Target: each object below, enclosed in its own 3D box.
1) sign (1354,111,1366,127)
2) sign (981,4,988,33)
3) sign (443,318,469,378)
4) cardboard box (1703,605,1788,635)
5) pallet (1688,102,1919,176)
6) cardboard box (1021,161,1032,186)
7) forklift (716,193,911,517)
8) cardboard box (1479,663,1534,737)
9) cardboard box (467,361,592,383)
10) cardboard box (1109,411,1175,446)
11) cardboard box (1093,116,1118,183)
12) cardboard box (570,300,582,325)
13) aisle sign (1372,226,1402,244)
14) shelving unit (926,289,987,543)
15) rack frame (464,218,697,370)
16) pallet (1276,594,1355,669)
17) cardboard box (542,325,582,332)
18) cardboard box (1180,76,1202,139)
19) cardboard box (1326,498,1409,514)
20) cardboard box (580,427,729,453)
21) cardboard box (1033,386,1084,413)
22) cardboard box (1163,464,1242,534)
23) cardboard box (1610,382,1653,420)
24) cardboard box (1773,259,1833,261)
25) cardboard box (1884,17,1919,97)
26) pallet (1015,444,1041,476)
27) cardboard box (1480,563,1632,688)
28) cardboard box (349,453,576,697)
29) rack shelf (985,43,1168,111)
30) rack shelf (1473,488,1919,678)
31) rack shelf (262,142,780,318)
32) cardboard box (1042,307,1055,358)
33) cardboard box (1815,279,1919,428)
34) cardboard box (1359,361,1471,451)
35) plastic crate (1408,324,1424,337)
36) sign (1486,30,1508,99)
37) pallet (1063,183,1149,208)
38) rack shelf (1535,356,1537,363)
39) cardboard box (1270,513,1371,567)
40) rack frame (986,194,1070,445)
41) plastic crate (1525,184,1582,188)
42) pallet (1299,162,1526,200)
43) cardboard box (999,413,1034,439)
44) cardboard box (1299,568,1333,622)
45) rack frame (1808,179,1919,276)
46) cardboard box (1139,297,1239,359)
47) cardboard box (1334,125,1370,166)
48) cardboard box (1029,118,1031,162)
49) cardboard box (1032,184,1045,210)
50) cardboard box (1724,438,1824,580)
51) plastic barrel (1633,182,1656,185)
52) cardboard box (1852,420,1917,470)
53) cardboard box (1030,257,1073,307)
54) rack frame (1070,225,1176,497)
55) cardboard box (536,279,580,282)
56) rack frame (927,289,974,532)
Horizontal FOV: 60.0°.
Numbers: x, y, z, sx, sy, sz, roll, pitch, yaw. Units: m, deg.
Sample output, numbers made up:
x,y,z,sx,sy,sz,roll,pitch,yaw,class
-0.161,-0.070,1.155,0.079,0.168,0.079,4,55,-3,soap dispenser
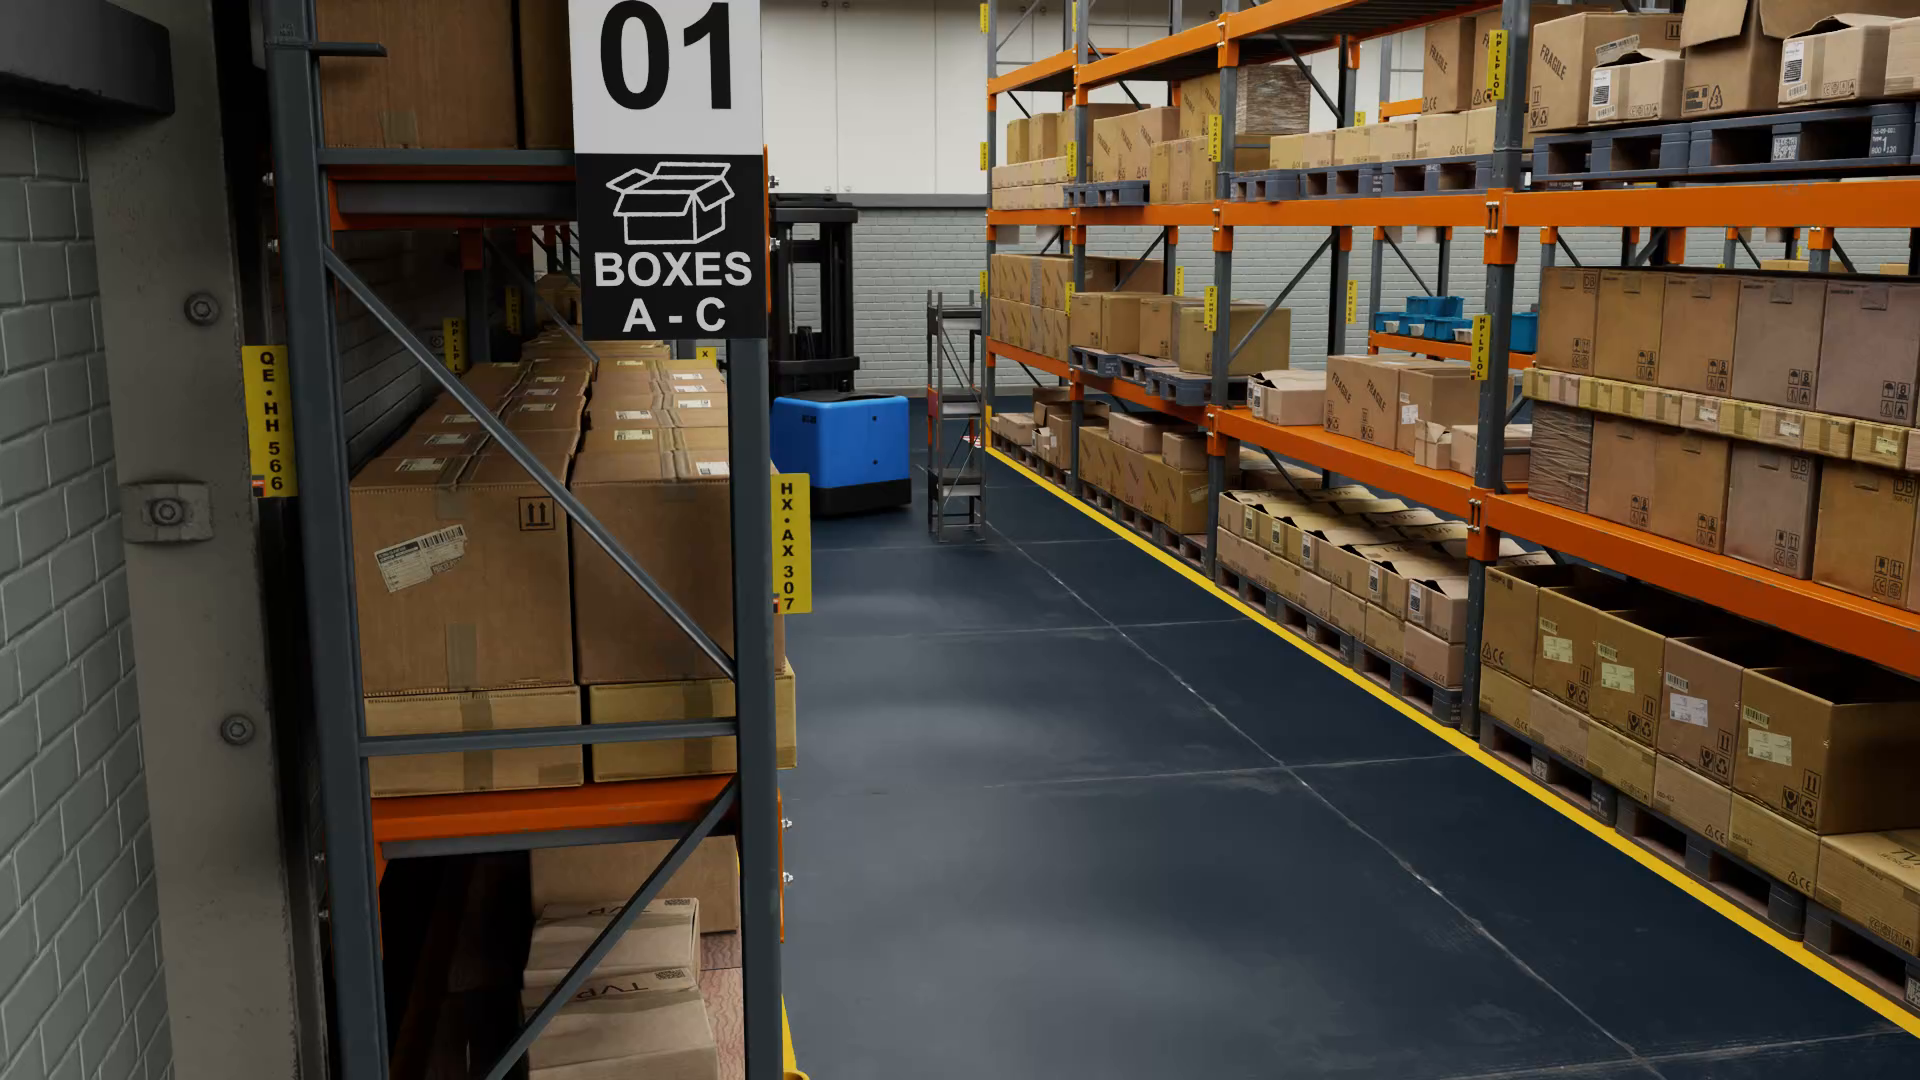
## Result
x,y,z,sx,sy,sz,roll,pitch,yaw,class
2.924,-2.979,12.208,0.100,0.325,0.005,-2,11,-11,sign
0.290,-6.086,19.396,0.100,0.325,0.005,-2,11,-11,sign
-2.246,-0.827,7.424,0.100,0.325,0.005,-2,11,-11,sign
3.647,0.577,7.369,0.500,0.500,0.500,-2,11,-11,cardboard box
3.581,-1.511,6.329,1.003,0.211,1.213,-2,11,-11,pallet
0.954,-3.928,17.851,0.500,0.250,0.500,-2,11,-11,cardboard box
-1.783,-1.873,16.197,1.130,2.935,3.031,-9,14,-39,forklift
2.949,0.780,8.305,0.500,0.250,0.500,-2,11,-11,cardboard box
-1.816,-0.490,7.091,0.500,0.500,0.500,-2,11,-12,cardboard box
1.649,-1.003,14.947,0.500,0.250,0.500,-2,11,-11,cardboard box
1.626,-3.610,15.463,0.600,0.600,0.600,-3,11,-16,cardboard box
-2.307,-1.476,10.751,0.380,0.149,0.250,-4,12,-21,cardboard box
5.376,-4.120,20.867,0.394,0.787,0.004,-2,11,-11,aisle sign
-0.032,-1.062,14.160,0.431,2.100,0.503,-2,11,-11,shelving unit
-1.703,-0.279,7.642,1.000,3.000,0.127,-2,11,-11,rack frame
2.734,0.552,10.733,1.003,0.211,1.213,-2,11,-11,pallet
-2.244,-1.091,10.461,0.700,0.500,0.500,-3,11,-16,cardboard box
2.101,-3.475,13.467,0.500,0.500,0.500,-2,11,-11,cardboard box
2.829,-0.143,11.654,0.500,0.311,0.500,-2,11,-12,cardboard box
-0.809,-0.040,4.725,0.500,0.500,0.500,-2,11,-11,cardboard box
1.169,-1.558,19.871,0.500,0.500,0.500,-2,11,-11,cardboard box
1.966,-0.345,13.495,0.500,0.500,0.500,-2,11,-9,cardboard box
3.171,-0.630,7.483,0.380,0.149,0.250,-2,11,-12,cardboard box
10.892,-3.382,21.541,0.500,0.500,0.500,-2,11,-10,cardboard box
3.451,-1.603,5.478,0.500,0.250,0.500,-2,11,-11,cardboard box
1.227,-0.908,18.401,1.003,0.211,1.213,-2,11,-11,pallet
2.939,0.412,8.233,0.500,0.500,0.500,-2,11,-11,cardboard box
-1.225,0.071,4.143,0.500,0.500,0.500,-2,11,-12,cardboard box
1.211,-4.886,17.734,1.077,0.370,4.000,-2,11,-11,rack shelf
3.545,0.260,6.732,1.077,0.370,4.000,-2,11,-11,rack shelf
-1.314,-1.033,5.501,1.077,0.370,4.000,-2,11,-11,rack shelf
1.149,-2.153,17.220,0.500,0.500,0.500,-2,11,-9,cardboard box
3.639,-0.697,6.101,0.700,0.500,0.500,-2,11,-11,cardboard box
2.823,-0.839,10.316,0.500,0.500,0.500,-2,11,-11,cardboard box
5.520,-2.497,19.837,0.250,0.136,0.298,-2,11,-11,plastic crate
2.625,-2.321,8.120,0.100,0.325,0.005,-2,11,-11,sign
1.658,-3.186,15.396,1.213,0.211,1.003,-2,11,-11,pallet
6.848,-1.387,15.383,1.077,0.370,4.000,-2,11,-11,rack shelf
2.399,-0.028,11.054,0.500,0.311,0.500,-2,11,-13,cardboard box
0.822,-2.661,20.155,1.000,3.000,0.127,-2,11,-11,rack frame
6.487,-3.754,18.224,0.497,0.269,0.590,-2,11,-11,plastic crate
2.818,-2.248,10.469,1.003,0.211,1.213,-2,11,-8,pallet
0.747,-1.325,19.311,0.500,0.250,0.500,-2,11,-11,cardboard box
2.497,0.339,10.625,0.500,0.250,0.500,-2,11,-10,cardboard box
7.237,-1.373,13.389,1.000,3.000,0.127,-2,11,-11,rack frame
2.004,-1.861,14.561,0.700,0.500,0.500,-5,12,-25,cardboard box
2.741,-2.518,10.659,0.500,0.250,0.500,-2,11,-12,cardboard box
1.154,-4.399,18.320,0.700,0.500,0.500,-2,11,-11,cardboard box
1.052,-3.590,17.416,0.500,0.250,0.500,-2,11,-11,cardboard box
3.552,-0.146,6.671,0.700,0.500,0.500,-2,11,-9,cardboard box
6.836,-3.719,16.065,0.600,0.588,0.600,0,11,0,plastic barrel
3.472,-0.347,5.993,0.380,0.149,0.250,-2,11,-9,cardboard box
1.047,-2.737,17.614,0.500,0.500,0.500,-2,11,-11,cardboard box
1.600,-1.927,16.301,1.000,3.000,0.127,-2,11,-11,rack frame
-3.117,-1.943,13.260,0.500,0.250,0.500,-2,11,-12,cardboard box
-0.080,-1.107,14.395,0.400,2.100,0.015,-2,11,-11,rack frame
